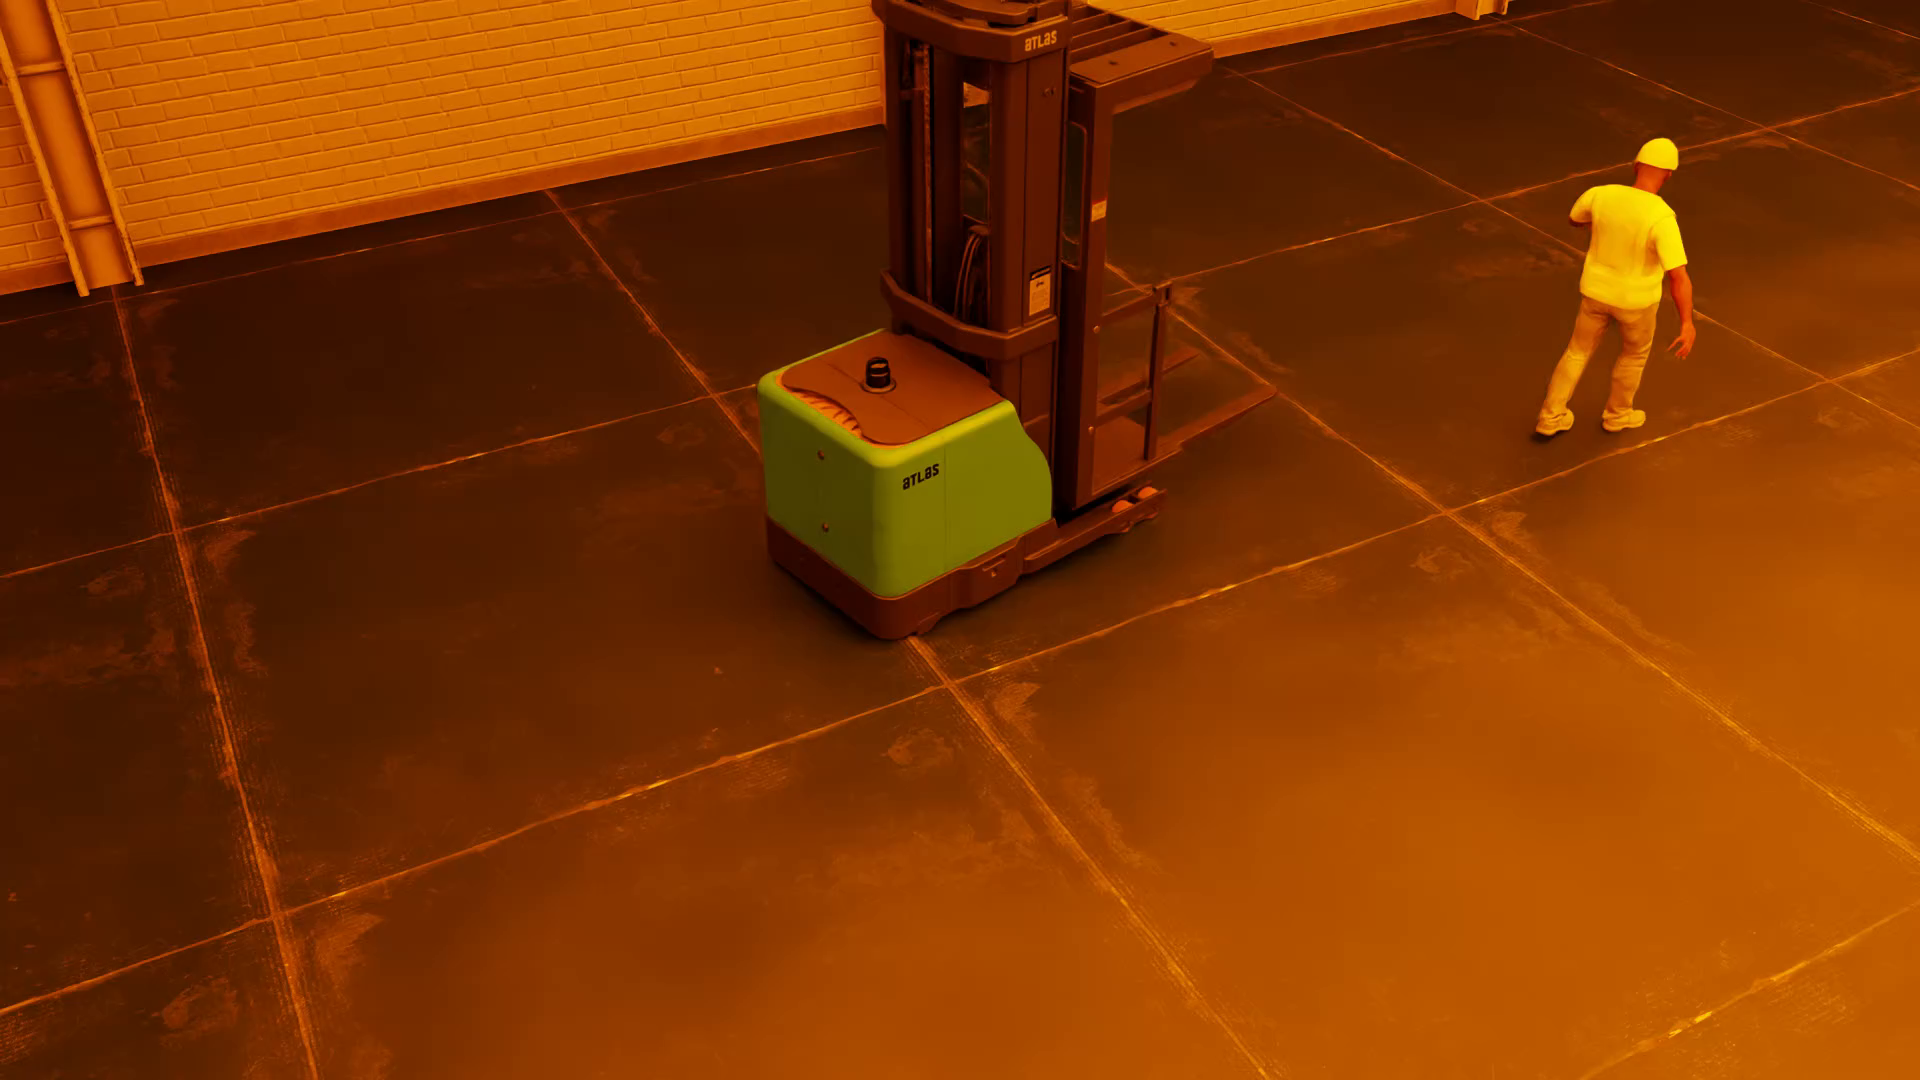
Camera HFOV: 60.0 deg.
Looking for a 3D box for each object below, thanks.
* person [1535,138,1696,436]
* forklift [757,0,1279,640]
[{"bbox_3d":[3.638,-1.352,9.072,0.760,1.745,1.009,-27,43,-33],"label":"person"},{"bbox_3d":[0.459,-1.442,8.163,3.031,2.935,1.130,-27,43,-32],"label":"forklift"}]
